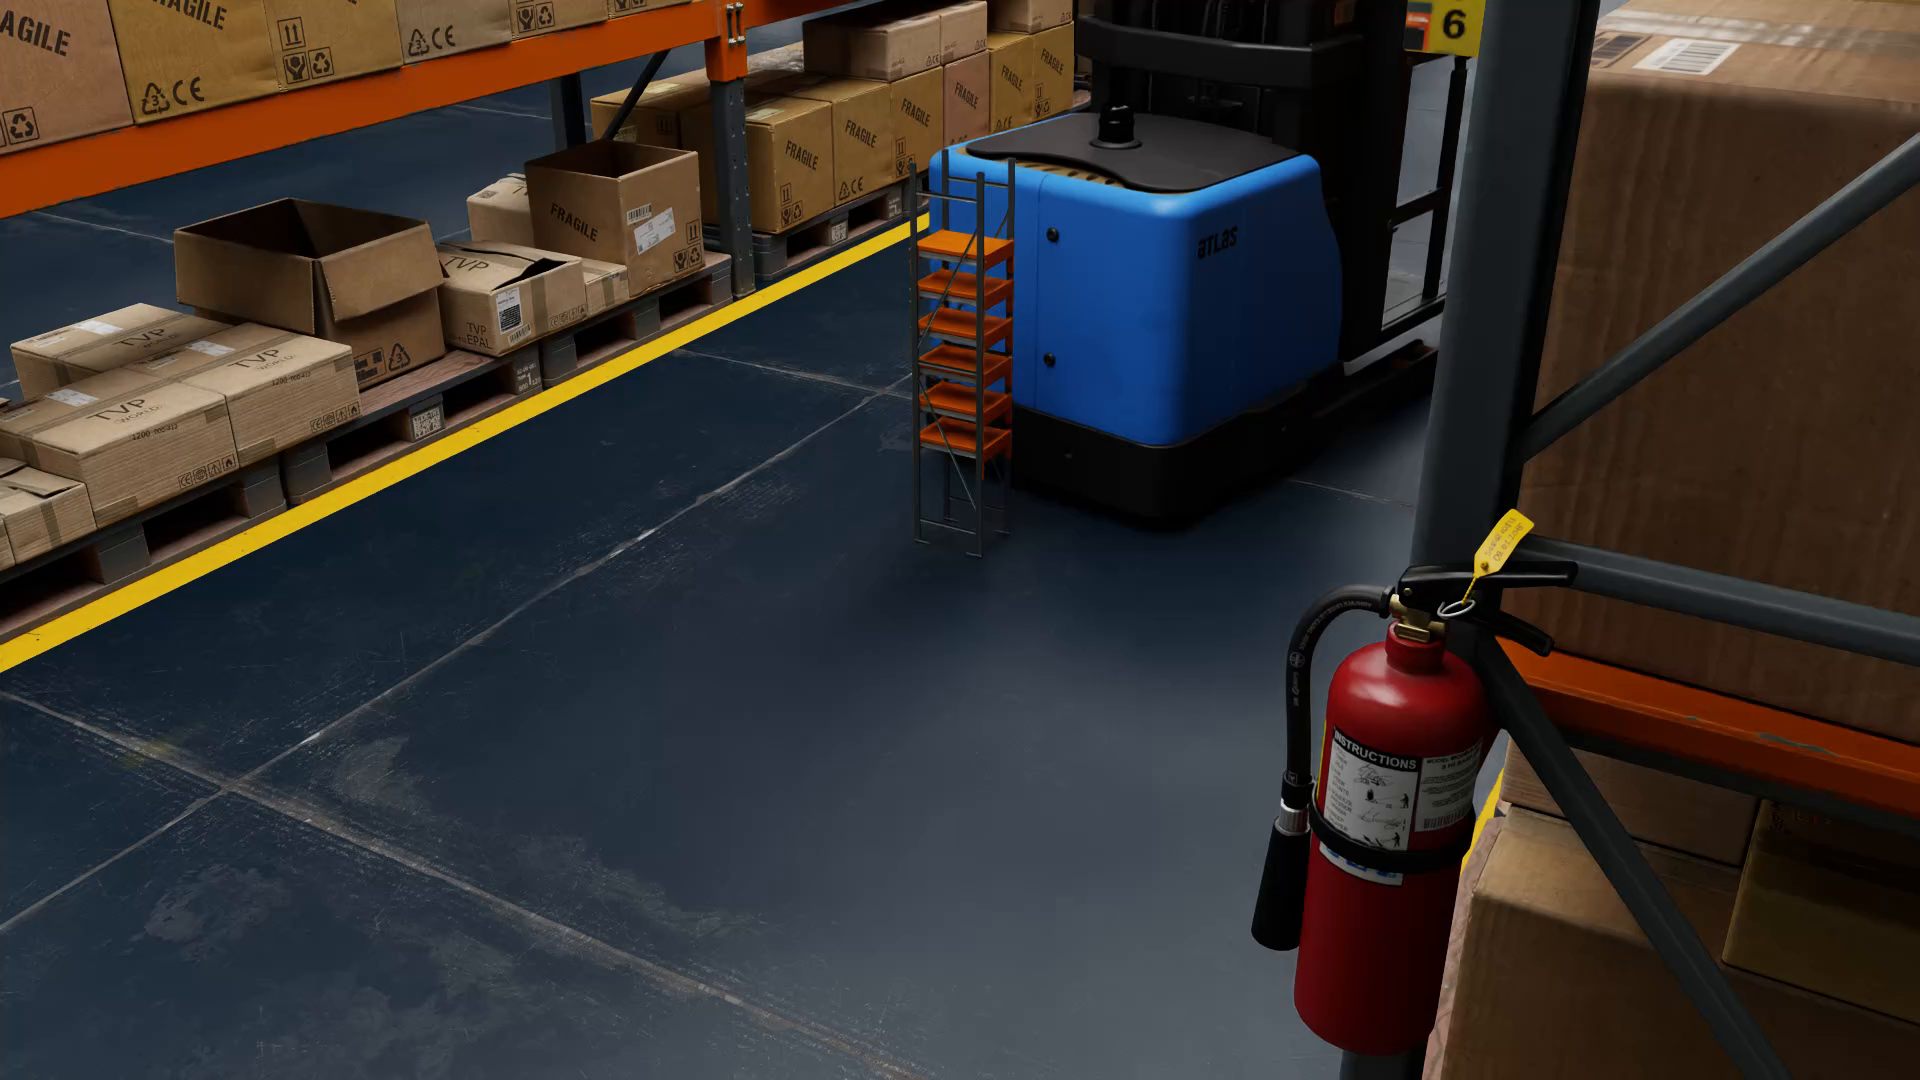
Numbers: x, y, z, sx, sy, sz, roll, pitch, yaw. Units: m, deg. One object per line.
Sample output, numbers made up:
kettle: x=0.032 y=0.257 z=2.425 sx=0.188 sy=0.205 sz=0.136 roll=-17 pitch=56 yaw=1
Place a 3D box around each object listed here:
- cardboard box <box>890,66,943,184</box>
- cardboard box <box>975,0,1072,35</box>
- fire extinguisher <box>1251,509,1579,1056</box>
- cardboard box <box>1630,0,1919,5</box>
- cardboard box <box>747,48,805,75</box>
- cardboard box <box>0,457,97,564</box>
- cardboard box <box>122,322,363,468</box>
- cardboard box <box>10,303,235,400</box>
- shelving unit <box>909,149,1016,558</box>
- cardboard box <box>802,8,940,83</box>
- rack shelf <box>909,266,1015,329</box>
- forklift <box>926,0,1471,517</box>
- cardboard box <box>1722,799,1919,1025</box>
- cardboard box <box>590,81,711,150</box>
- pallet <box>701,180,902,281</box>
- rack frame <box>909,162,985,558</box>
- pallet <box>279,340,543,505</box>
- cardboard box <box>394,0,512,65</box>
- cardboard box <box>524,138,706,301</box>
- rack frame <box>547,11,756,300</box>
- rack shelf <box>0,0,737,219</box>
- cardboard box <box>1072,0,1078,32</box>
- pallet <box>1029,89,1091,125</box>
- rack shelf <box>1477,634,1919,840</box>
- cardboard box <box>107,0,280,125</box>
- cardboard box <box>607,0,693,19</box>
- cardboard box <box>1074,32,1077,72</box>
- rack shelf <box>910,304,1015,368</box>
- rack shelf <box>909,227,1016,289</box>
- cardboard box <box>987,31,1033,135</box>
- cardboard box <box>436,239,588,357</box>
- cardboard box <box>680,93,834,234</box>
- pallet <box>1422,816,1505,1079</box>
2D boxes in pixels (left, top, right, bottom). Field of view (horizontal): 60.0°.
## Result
cardboard box: x=-0.426 y=-2.156 z=8.507 sx=0.500 sy=0.500 sz=0.500 roll=15 pitch=30 yaw=27
cardboard box: x=0.307 y=-3.073 z=9.501 sx=0.500 sy=0.250 sz=0.500 roll=15 pitch=30 yaw=28
fire extinguisher: x=0.489 y=0.268 z=1.867 sx=0.296 sy=0.674 sz=0.183 roll=14 pitch=30 yaw=26
cardboard box: x=1.556 y=-0.512 z=2.586 sx=0.980 sy=0.700 sz=0.700 roll=14 pitch=30 yaw=26
cardboard box: x=-0.891 y=-2.260 z=8.714 sx=0.500 sy=0.500 sz=0.500 roll=15 pitch=30 yaw=27
cardboard box: x=-2.721 y=-0.095 z=4.762 sx=0.380 sy=0.166 sz=0.250 roll=14 pitch=30 yaw=26
cardboard box: x=-2.343 y=-0.486 z=5.451 sx=0.500 sy=0.250 sz=0.500 roll=14 pitch=30 yaw=26
cardboard box: x=-2.803 y=-0.577 z=5.632 sx=0.500 sy=0.250 sz=0.500 roll=14 pitch=30 yaw=26
shelving unit: x=0.007 y=-0.542 z=4.993 sx=0.258 sy=1.200 sz=0.189 roll=14 pitch=30 yaw=26
cardboard box: x=-0.439 y=-2.478 z=8.312 sx=0.500 sy=0.250 sz=0.500 roll=14 pitch=30 yaw=26
rack shelf: x=0.007 y=-0.717 z=4.905 sx=0.258 sy=0.103 sz=0.180 roll=14 pitch=30 yaw=26
forklift: x=1.229 y=-1.963 z=5.896 sx=1.130 sy=2.935 sz=3.031 roll=21 pitch=34 yaw=36
cardboard box: x=1.335 y=0.547 z=2.405 sx=0.380 sy=0.149 sz=0.250 roll=14 pitch=30 yaw=26
cardboard box: x=-1.388 y=-1.873 z=7.942 sx=0.500 sy=0.500 sz=0.500 roll=14 pitch=30 yaw=26
pallet: x=-1.014 y=-1.617 z=8.245 sx=1.003 sy=0.211 sz=1.213 roll=14 pitch=30 yaw=26
rack frame: x=-0.038 y=-0.507 z=4.921 sx=0.240 sy=1.200 sz=0.006 roll=14 pitch=30 yaw=26
pallet: x=-2.319 y=-0.547 z=6.108 sx=1.003 sy=0.211 sz=1.213 roll=14 pitch=30 yaw=26
cardboard box: x=-1.907 y=-1.930 z=5.644 sx=0.500 sy=0.500 sz=0.500 roll=15 pitch=30 yaw=27
cardboard box: x=-1.415 y=-1.333 z=6.864 sx=0.500 sy=0.500 sz=0.500 roll=14 pitch=30 yaw=26
rack frame: x=-1.381 y=-2.539 z=6.971 sx=1.000 sy=3.000 sz=0.127 roll=14 pitch=30 yaw=26
rack shelf: x=-2.365 y=-1.438 z=5.575 sx=1.077 sy=0.370 sz=4.000 roll=14 pitch=30 yaw=26
cardboard box: x=0.630 y=-3.565 z=10.997 sx=0.500 sy=0.311 sz=0.500 roll=15 pitch=30 yaw=27
pallet: x=0.186 y=-2.568 z=10.145 sx=1.003 sy=0.211 sz=1.213 roll=14 pitch=30 yaw=26
rack shelf: x=1.949 y=-0.348 z=3.399 sx=1.077 sy=0.370 sz=4.000 roll=14 pitch=30 yaw=26
cardboard box: x=-2.403 y=-1.537 z=4.858 sx=0.500 sy=0.500 sz=0.500 roll=14 pitch=30 yaw=26
cardboard box: x=-1.404 y=-2.332 z=6.447 sx=0.500 sy=0.500 sz=0.500 roll=15 pitch=30 yaw=27
cardboard box: x=0.633 y=-3.315 z=11.124 sx=0.500 sy=0.250 sz=0.500 roll=15 pitch=30 yaw=27
rack shelf: x=0.007 y=-0.610 z=4.959 sx=0.258 sy=0.103 sz=0.180 roll=14 pitch=30 yaw=26
rack shelf: x=0.007 y=-0.824 z=4.851 sx=0.258 sy=0.103 sz=0.180 roll=14 pitch=30 yaw=26
cardboard box: x=0.076 y=-2.559 z=9.312 sx=0.500 sy=0.500 sz=0.500 roll=13 pitch=29 yaw=24
cardboard box: x=-1.784 y=-0.957 z=6.322 sx=0.500 sy=0.311 sz=0.500 roll=14 pitch=30 yaw=26
cardboard box: x=-0.931 y=-1.753 z=7.702 sx=0.500 sy=0.500 sz=0.500 roll=13 pitch=29 yaw=24
pallet: x=1.291 y=1.027 z=2.962 sx=1.003 sy=0.211 sz=1.213 roll=14 pitch=30 yaw=26
